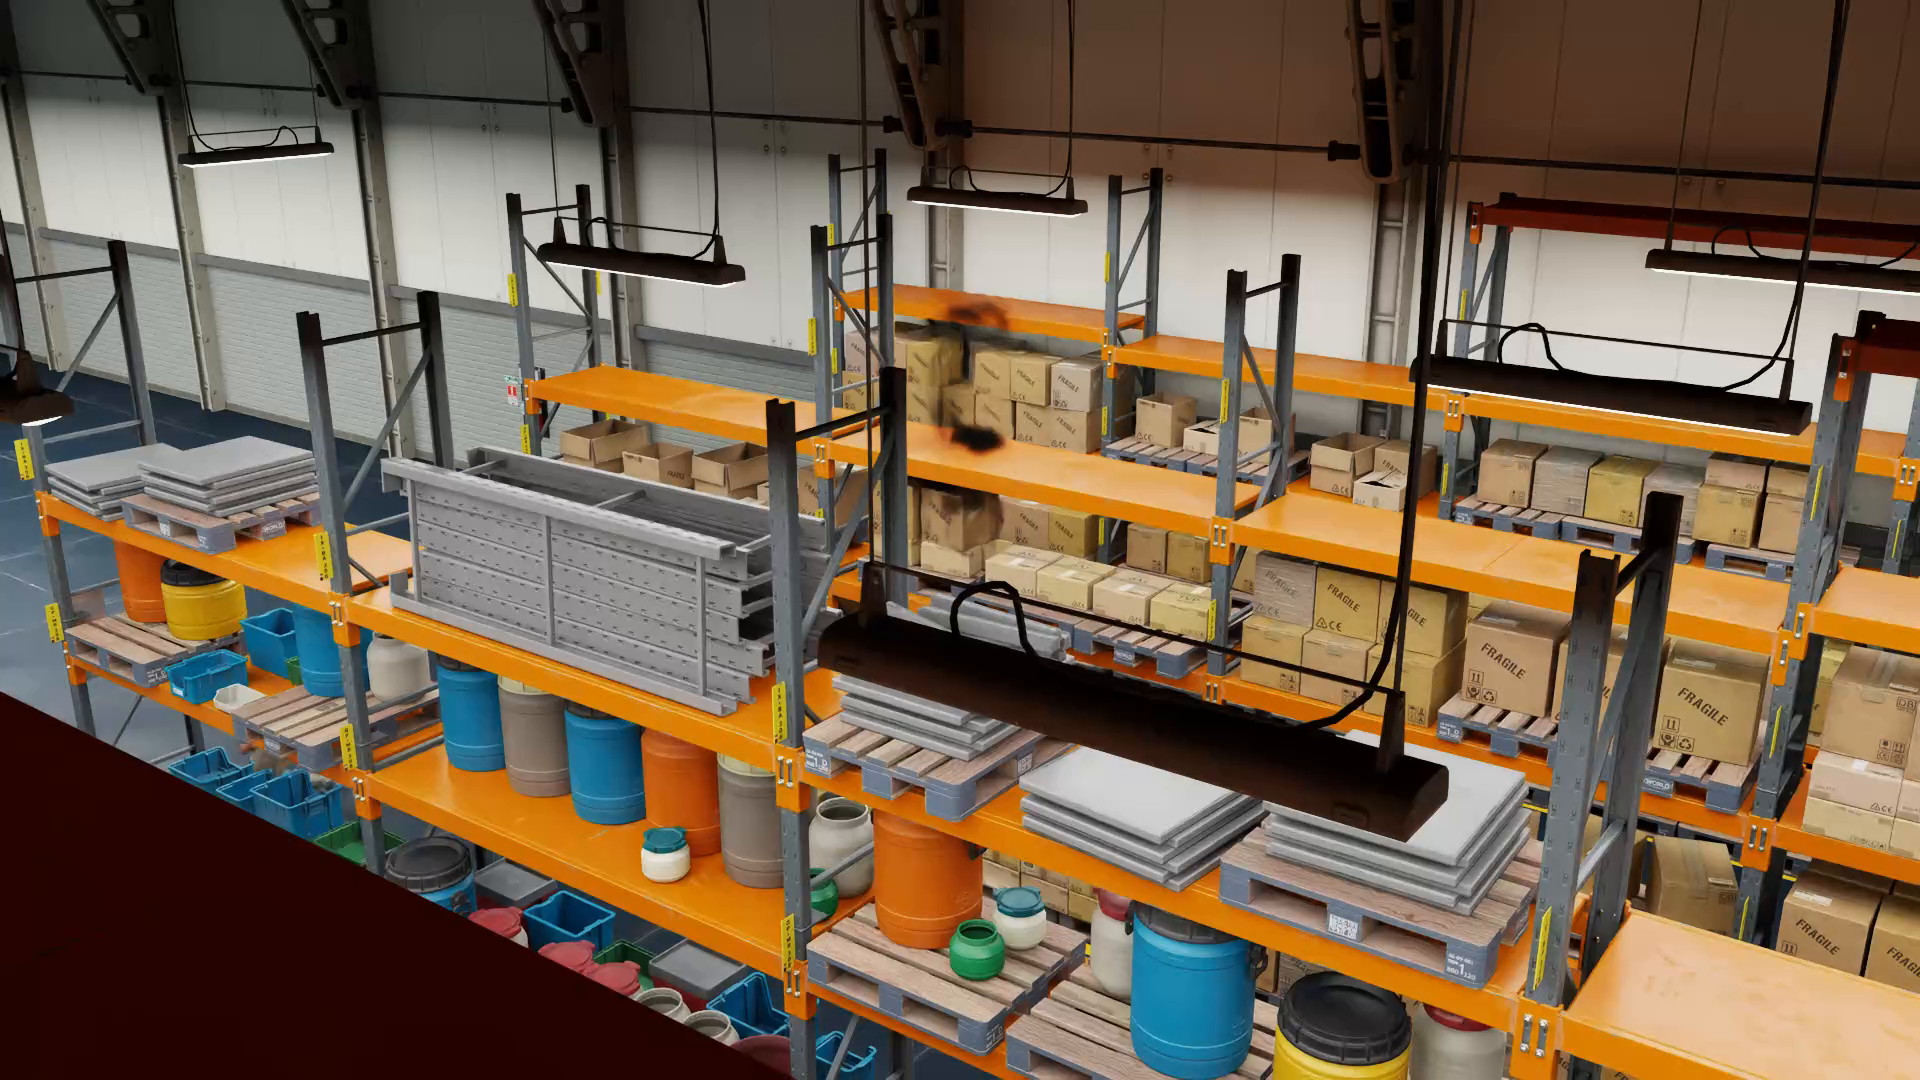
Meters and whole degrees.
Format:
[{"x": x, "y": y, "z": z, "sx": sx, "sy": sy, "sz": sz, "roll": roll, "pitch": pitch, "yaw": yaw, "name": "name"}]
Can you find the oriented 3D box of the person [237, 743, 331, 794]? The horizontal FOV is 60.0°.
[{"x": -6.742, "y": 2.077, "z": 16.397, "sx": 0.916, "sy": 1.688, "sz": 0.667, "roll": -5, "pitch": 19, "yaw": -16, "name": "person"}]
